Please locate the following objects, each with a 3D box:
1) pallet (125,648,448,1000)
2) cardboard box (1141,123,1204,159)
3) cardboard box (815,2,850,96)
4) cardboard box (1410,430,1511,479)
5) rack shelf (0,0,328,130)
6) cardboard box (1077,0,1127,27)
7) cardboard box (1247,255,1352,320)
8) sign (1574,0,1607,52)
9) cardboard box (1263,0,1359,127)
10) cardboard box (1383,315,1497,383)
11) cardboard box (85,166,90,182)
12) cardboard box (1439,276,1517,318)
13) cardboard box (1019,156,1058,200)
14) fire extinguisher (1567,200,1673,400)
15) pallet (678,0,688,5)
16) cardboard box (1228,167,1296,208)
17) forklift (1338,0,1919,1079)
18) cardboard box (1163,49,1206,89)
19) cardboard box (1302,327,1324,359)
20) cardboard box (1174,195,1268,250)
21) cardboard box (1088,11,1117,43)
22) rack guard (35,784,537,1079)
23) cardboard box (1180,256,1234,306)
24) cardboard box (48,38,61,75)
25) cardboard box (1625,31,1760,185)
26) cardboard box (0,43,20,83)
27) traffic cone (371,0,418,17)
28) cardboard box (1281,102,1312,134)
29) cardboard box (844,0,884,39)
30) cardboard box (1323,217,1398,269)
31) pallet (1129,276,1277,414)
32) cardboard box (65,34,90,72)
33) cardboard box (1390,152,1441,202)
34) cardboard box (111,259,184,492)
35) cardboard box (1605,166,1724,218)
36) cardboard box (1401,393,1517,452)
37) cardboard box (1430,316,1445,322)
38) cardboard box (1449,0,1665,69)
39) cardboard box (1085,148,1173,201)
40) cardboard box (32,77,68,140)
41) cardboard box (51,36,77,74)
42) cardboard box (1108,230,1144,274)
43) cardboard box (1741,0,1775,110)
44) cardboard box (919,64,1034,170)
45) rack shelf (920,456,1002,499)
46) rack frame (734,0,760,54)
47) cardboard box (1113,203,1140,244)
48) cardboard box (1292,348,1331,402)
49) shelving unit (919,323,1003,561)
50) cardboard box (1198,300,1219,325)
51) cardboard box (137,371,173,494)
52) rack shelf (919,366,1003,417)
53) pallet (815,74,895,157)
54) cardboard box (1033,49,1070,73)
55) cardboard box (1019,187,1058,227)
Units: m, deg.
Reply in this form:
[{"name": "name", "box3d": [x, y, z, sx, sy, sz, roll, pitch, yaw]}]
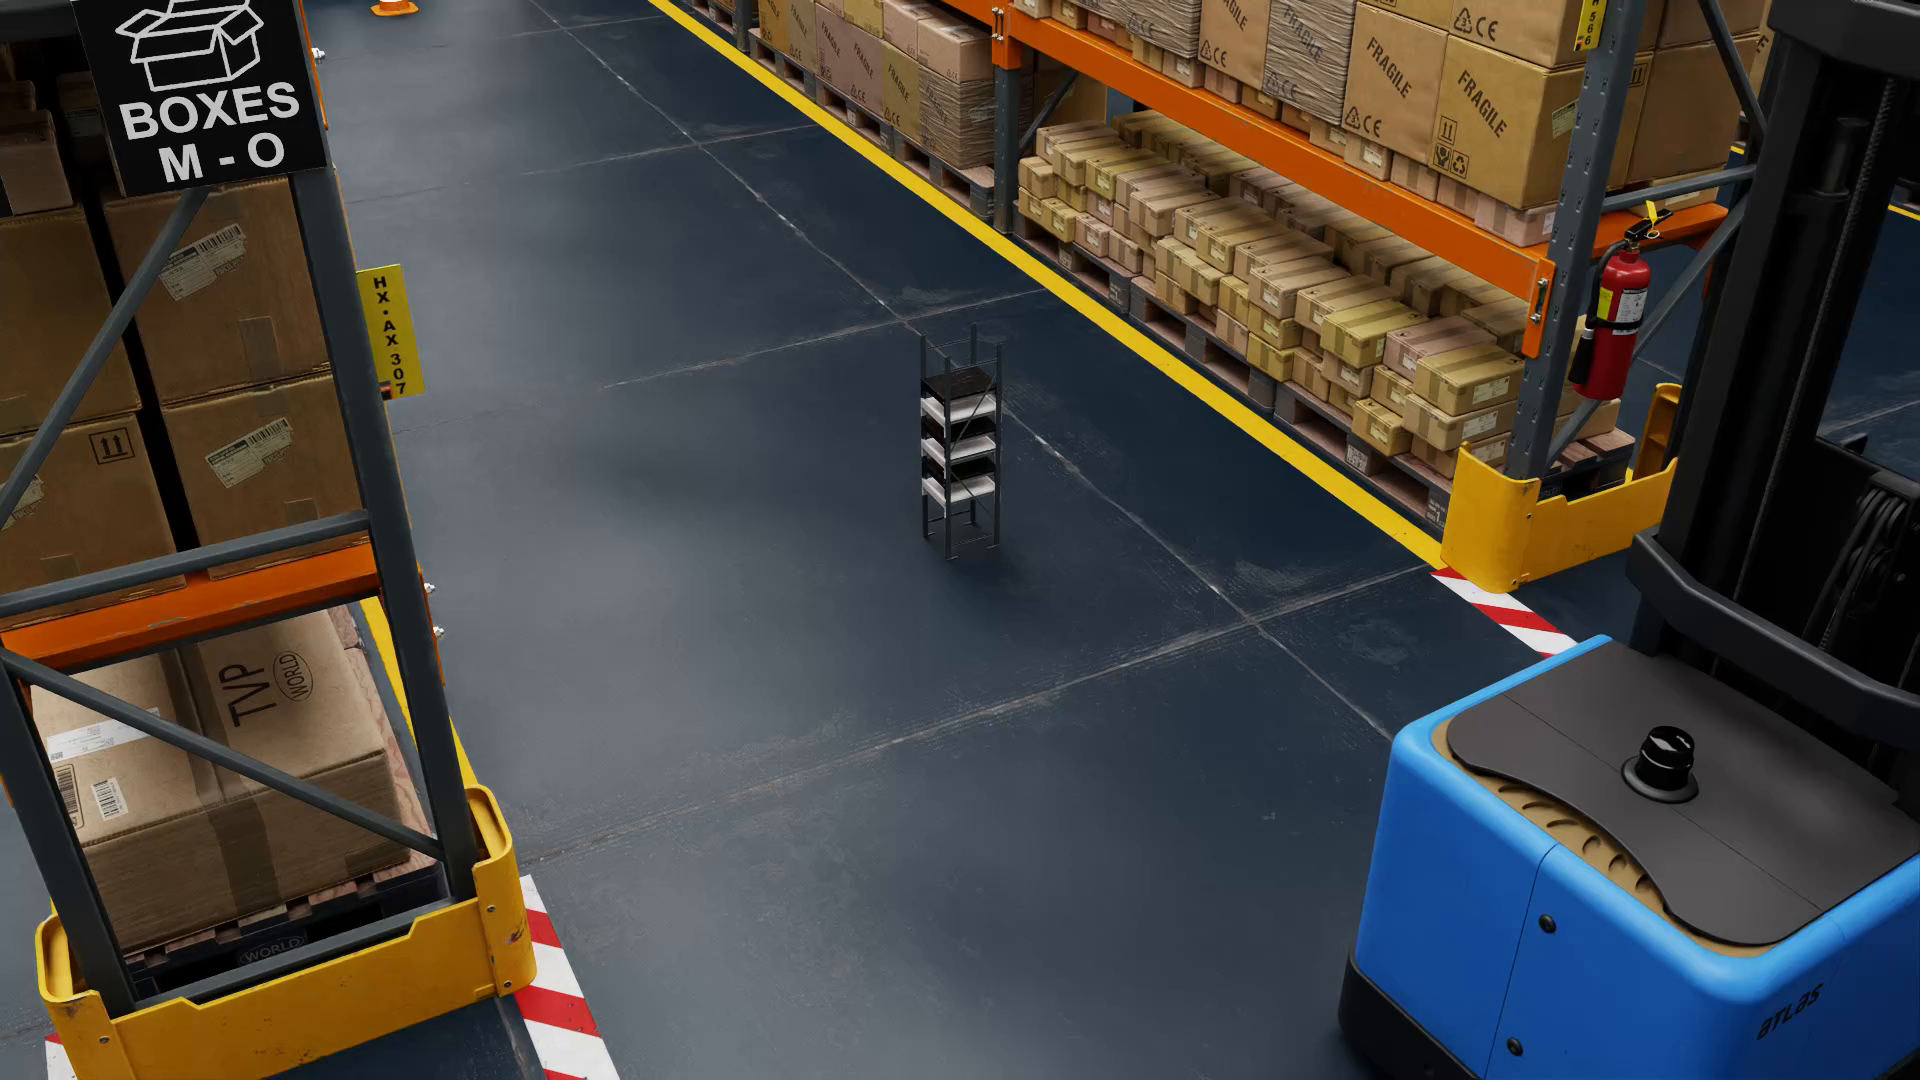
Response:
[{"name": "pallet", "box3d": [-2.248, 0.871, 5.195, 1.003, 0.211, 1.213, -16, 36, -23]}, {"name": "cardboard box", "box3d": [1.211, -2.154, 9.034, 0.380, 0.149, 0.250, -15, 36, -23]}, {"name": "cardboard box", "box3d": [-0.619, -3.292, 11.036, 0.500, 0.500, 0.500, -17, 36, -24]}, {"name": "cardboard box", "box3d": [2.096, -0.410, 6.862, 0.380, 0.149, 0.250, -15, 36, -22]}, {"name": "rack shelf", "box3d": [-2.738, -1.856, 4.753, 1.077, 0.370, 4.000, -16, 36, -23]}, {"name": "cardboard box", "box3d": [0.906, -2.777, 7.935, 0.500, 0.500, 0.500, -16, 36, -23]}, {"name": "cardboard box", "box3d": [1.516, -1.130, 7.435, 0.380, 0.149, 0.250, -15, 35, -21]}, {"name": "sign", "box3d": [2.026, -1.725, 5.296, 0.100, 0.325, 0.005, -16, 36, -23]}, {"name": "cardboard box", "box3d": [1.608, -2.038, 6.783, 0.500, 0.500, 0.500, -16, 36, -23]}, {"name": "cardboard box", "box3d": [1.989, -0.785, 6.896, 0.380, 0.149, 0.250, -15, 36, -22]}, {"name": "cardboard box", "box3d": [-3.684, -1.603, 6.378, 0.500, 0.500, 0.500, -15, 35, -22]}, {"name": "cardboard box", "box3d": [2.343, -1.051, 7.312, 0.380, 0.149, 0.250, -16, 36, -23]}, {"name": "cardboard box", "box3d": [0.547, -1.992, 9.056, 0.380, 0.149, 0.250, -14, 35, -21]}, {"name": "fire extinguisher", "box3d": [2.235, -0.809, 5.649, 0.296, 0.674, 0.183, -16, 36, -23]}, {"name": "pallet", "box3d": [-2.070, -4.855, 14.132, 1.003, 0.211, 1.213, -16, 36, -23]}, {"name": "cardboard box", "box3d": [1.594, -1.788, 8.462, 0.380, 0.149, 0.250, -18, 37, -25]}, {"name": "forklift", "box3d": [2.556, -0.074, 4.148, 3.031, 2.935, 1.130, -19, 37, -27]}, {"name": "cardboard box", "box3d": [1.161, -2.204, 7.642, 0.380, 0.149, 0.250, -14, 35, -21]}, {"name": "cardboard box", "box3d": [1.749, -0.918, 7.380, 0.380, 0.149, 0.250, -16, 36, -24]}, {"name": "cardboard box", "box3d": [1.264, -1.529, 8.058, 0.380, 0.149, 0.250, -17, 37, -25]}, {"name": "cardboard box", "box3d": [0.861, -2.602, 8.263, 0.380, 0.149, 0.250, -18, 37, -25]}, {"name": "rack guard", "box3d": [-1.795, 1.123, 4.534, 1.175, 0.500, 0.348, -16, 36, -23]}, {"name": "cardboard box", "box3d": [1.275, -1.259, 7.913, 0.380, 0.149, 0.250, -15, 36, -23]}, {"name": "cardboard box", "box3d": [-3.433, -1.783, 5.732, 0.500, 0.500, 0.500, -16, 36, -24]}, {"name": "cardboard box", "box3d": [2.561, -1.686, 6.232, 0.500, 0.500, 0.500, -14, 35, -21]}, {"name": "cardboard box", "box3d": [-2.566, -1.146, 4.138, 0.380, 0.149, 0.250, -15, 36, -22]}, {"name": "traffic cone", "box3d": [-4.564, -4.473, 13.303, 0.336, 0.463, 0.334, -16, 36, -23]}, {"name": "cardboard box", "box3d": [1.601, -1.850, 7.090, 0.380, 0.149, 0.250, -17, 37, -25]}, {"name": "cardboard box", "box3d": [-0.397, -3.373, 10.467, 0.500, 0.250, 0.500, -18, 37, -25]}, {"name": "cardboard box", "box3d": [1.951, -1.420, 7.888, 0.380, 0.149, 0.250, -15, 36, -22]}, {"name": "pallet", "box3d": [1.578, -1.075, 8.232, 1.003, 0.211, 1.213, -16, 36, -23]}, {"name": "cardboard box", "box3d": [-2.239, -1.410, 4.549, 0.380, 0.149, 0.250, -16, 36, -23]}, {"name": "cardboard box", "box3d": [1.911, -1.457, 6.477, 0.380, 0.149, 0.250, -16, 36, -24]}, {"name": "cardboard box", "box3d": [-2.036, -0.519, 4.687, 0.500, 0.500, 0.500, -16, 36, -24]}, {"name": "cardboard box", "box3d": [2.665, -1.366, 6.334, 0.380, 0.149, 0.250, -16, 36, -23]}, {"name": "cardboard box", "box3d": [2.027, -0.516, 6.753, 0.380, 0.149, 0.250, -17, 36, -24]}, {"name": "cardboard box", "box3d": [2.239, -0.890, 7.337, 0.380, 0.149, 0.250, -15, 36, -23]}, {"name": "cardboard box", "box3d": [2.093, -1.979, 5.763, 0.500, 0.500, 0.500, -17, 36, -24]}, {"name": "cardboard box", "box3d": [0.876, -1.899, 8.636, 0.380, 0.149, 0.250, -16, 36, -24]}, {"name": "cardboard box", "box3d": [-2.739, -1.054, 4.594, 0.500, 0.500, 0.500, -16, 36, -23]}, {"name": "cardboard box", "box3d": [-2.272, -1.194, 4.813, 0.500, 0.500, 0.500, -16, 36, -23]}, {"name": "cardboard box", "box3d": [0.995, -1.524, 8.602, 0.380, 0.149, 0.250, -17, 36, -24]}, {"name": "cardboard box", "box3d": [5.333, -3.290, 10.685, 0.875, 0.875, 0.875, -16, 36, -23]}, {"name": "cardboard box", "box3d": [0.093, -2.558, 9.889, 0.500, 0.500, 0.500, -17, 36, -24]}, {"name": "rack shelf", "box3d": [0.004, -0.271, 6.568, 0.258, 0.077, 0.200, -16, 36, -23]}, {"name": "rack frame", "box3d": [-1.204, -5.052, 11.856, 1.000, 3.000, 0.127, -16, 36, -23]}, {"name": "cardboard box", "box3d": [1.013, -1.657, 8.533, 0.380, 0.149, 0.250, -18, 37, -25]}, {"name": "cardboard box", "box3d": [1.713, -0.769, 7.424, 0.380, 0.149, 0.250, -15, 36, -23]}, {"name": "shelving unit", "box3d": [0.004, -0.375, 6.501, 0.258, 0.900, 0.210, -16, 36, -23]}, {"name": "cardboard box", "box3d": [1.377, -1.150, 8.018, 0.380, 0.149, 0.250, -15, 36, -22]}, {"name": "cardboard box", "box3d": [-2.486, -0.390, 4.486, 0.500, 0.500, 0.500, -17, 36, -24]}, {"name": "rack shelf", "box3d": [0.004, -0.574, 6.374, 0.258, 0.077, 0.200, -16, 36, -23]}, {"name": "pallet", "box3d": [-0.276, -2.924, 11.118, 1.003, 0.211, 1.213, -16, 36, -23]}, {"name": "cardboard box", "box3d": [0.550, -3.003, 9.889, 0.500, 0.250, 0.500, -18, 37, -25]}, {"name": "cardboard box", "box3d": [0.547, -1.865, 9.134, 0.380, 0.149, 0.250, -18, 37, -25]}]
